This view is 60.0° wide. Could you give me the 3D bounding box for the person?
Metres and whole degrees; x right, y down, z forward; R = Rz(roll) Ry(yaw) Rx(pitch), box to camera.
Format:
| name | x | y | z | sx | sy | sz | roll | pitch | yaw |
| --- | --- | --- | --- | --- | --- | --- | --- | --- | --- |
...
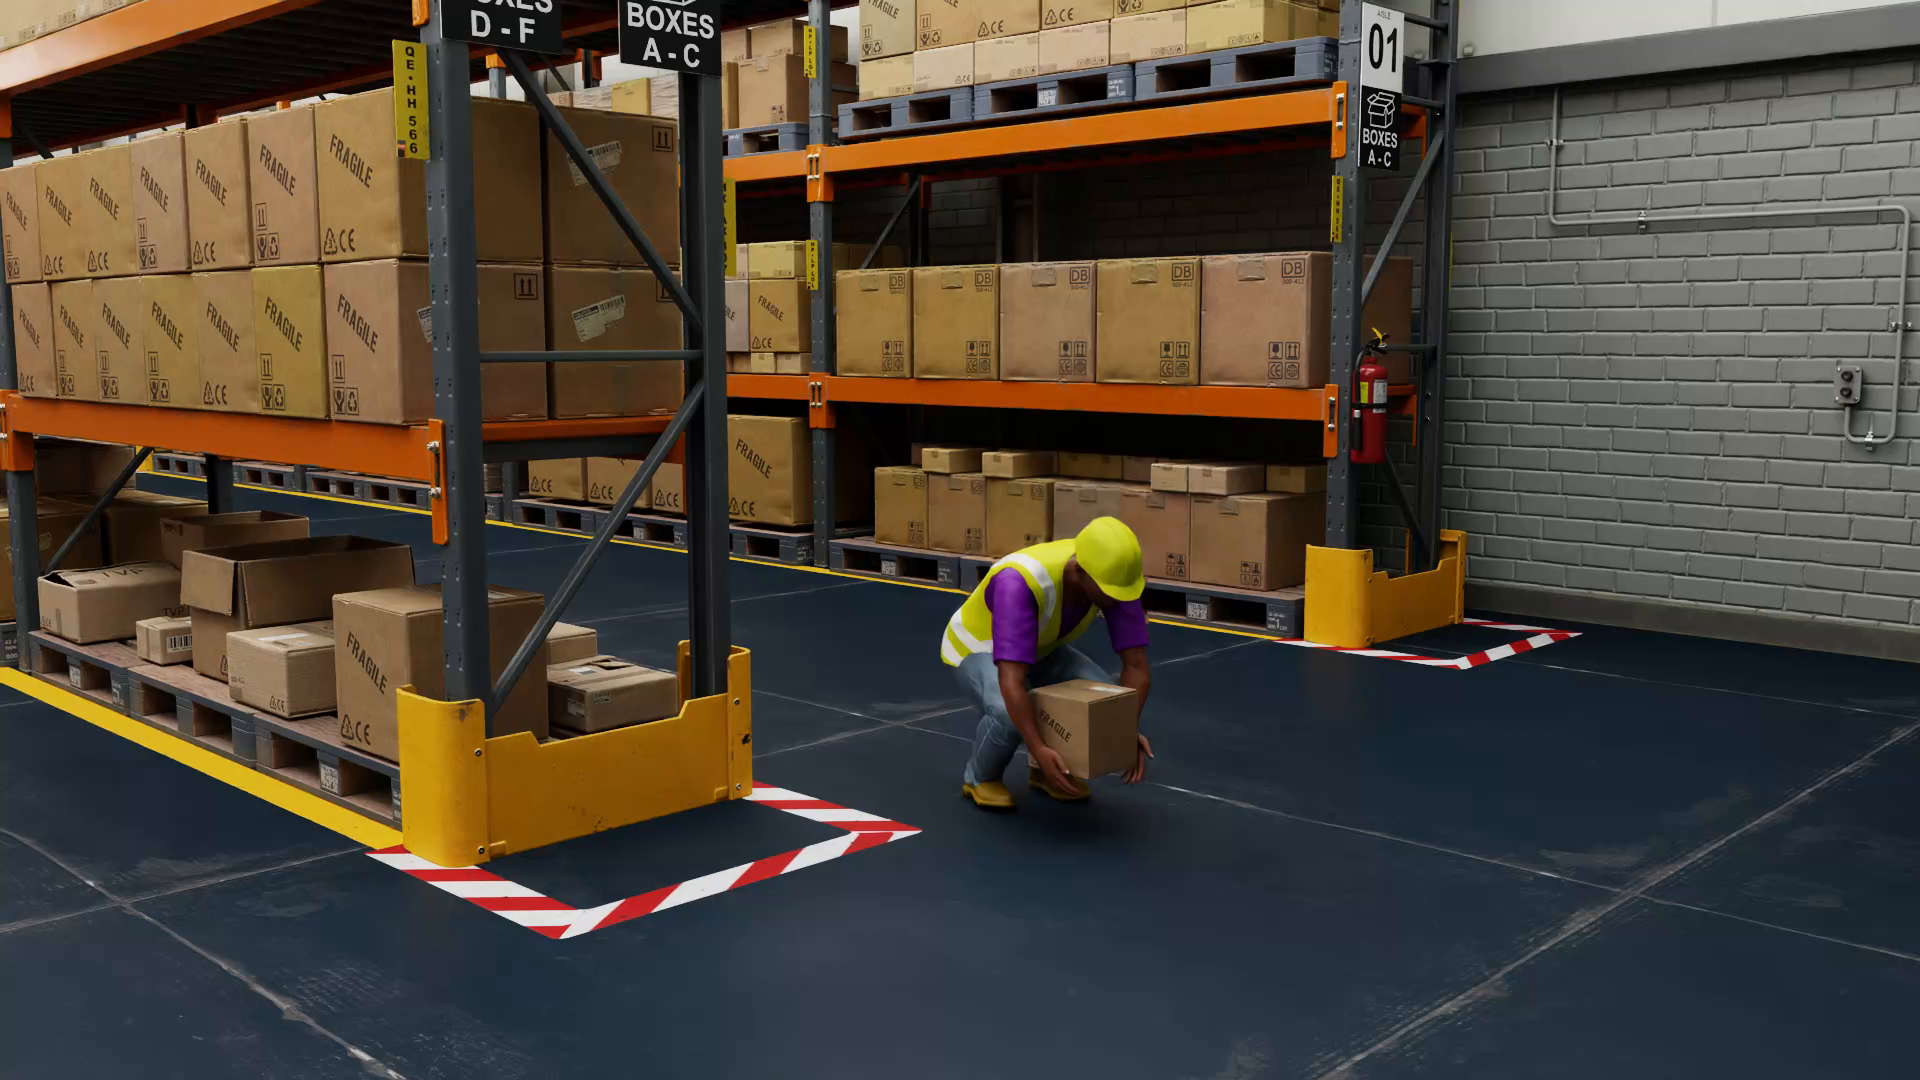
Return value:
| name | x | y | z | sx | sy | sz | roll | pitch | yaw |
| --- | --- | --- | --- | --- | --- | --- | --- | --- | --- |
| person | 0.310 | 0.397 | 5.553 | 0.594 | 1.012 | 0.875 | -3 | 8 | -25 |
